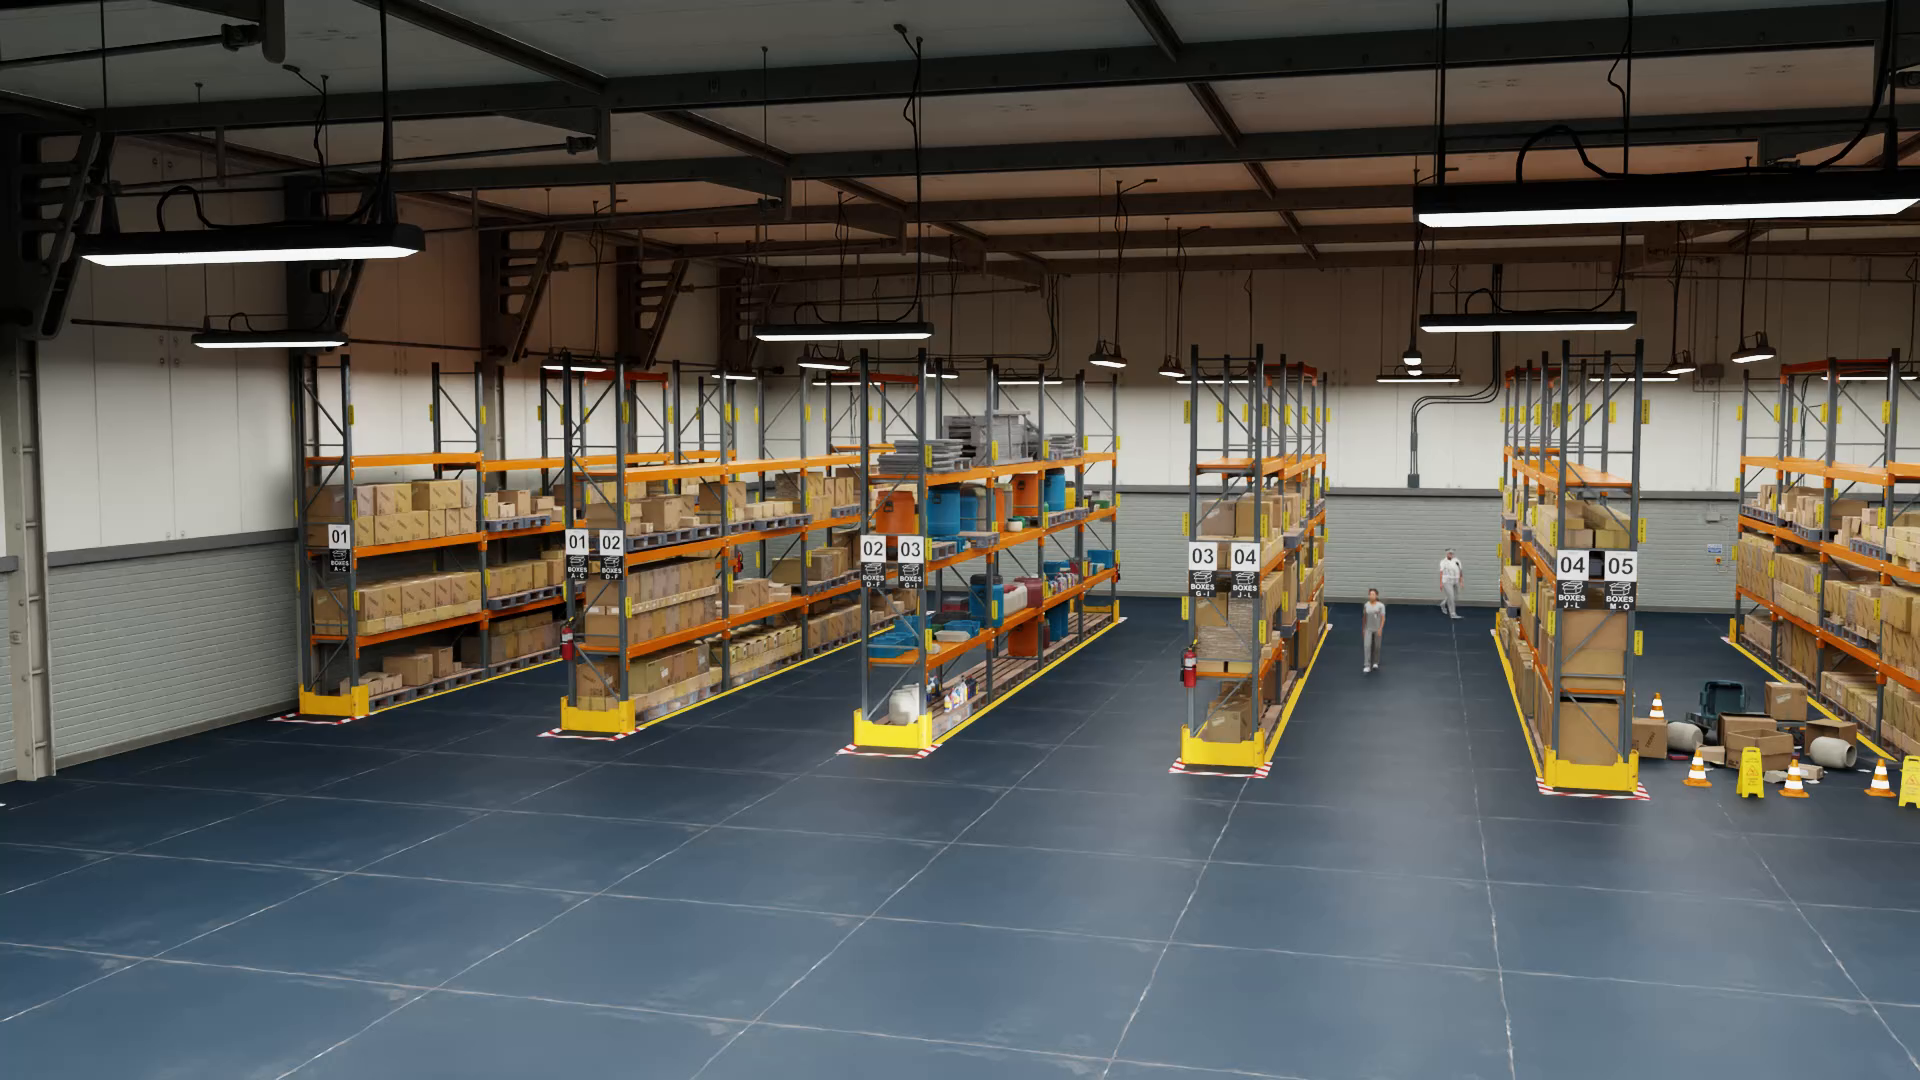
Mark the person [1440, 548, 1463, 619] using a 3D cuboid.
[{"bbox_3d":[12.118,1.043,41.135,0.538,1.735,0.898,-2,5,-23],"label":"person"}]

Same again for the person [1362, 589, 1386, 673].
[{"bbox_3d":[8.052,1.748,32.332,0.431,1.596,1.068,1,4,12],"label":"person"}]
